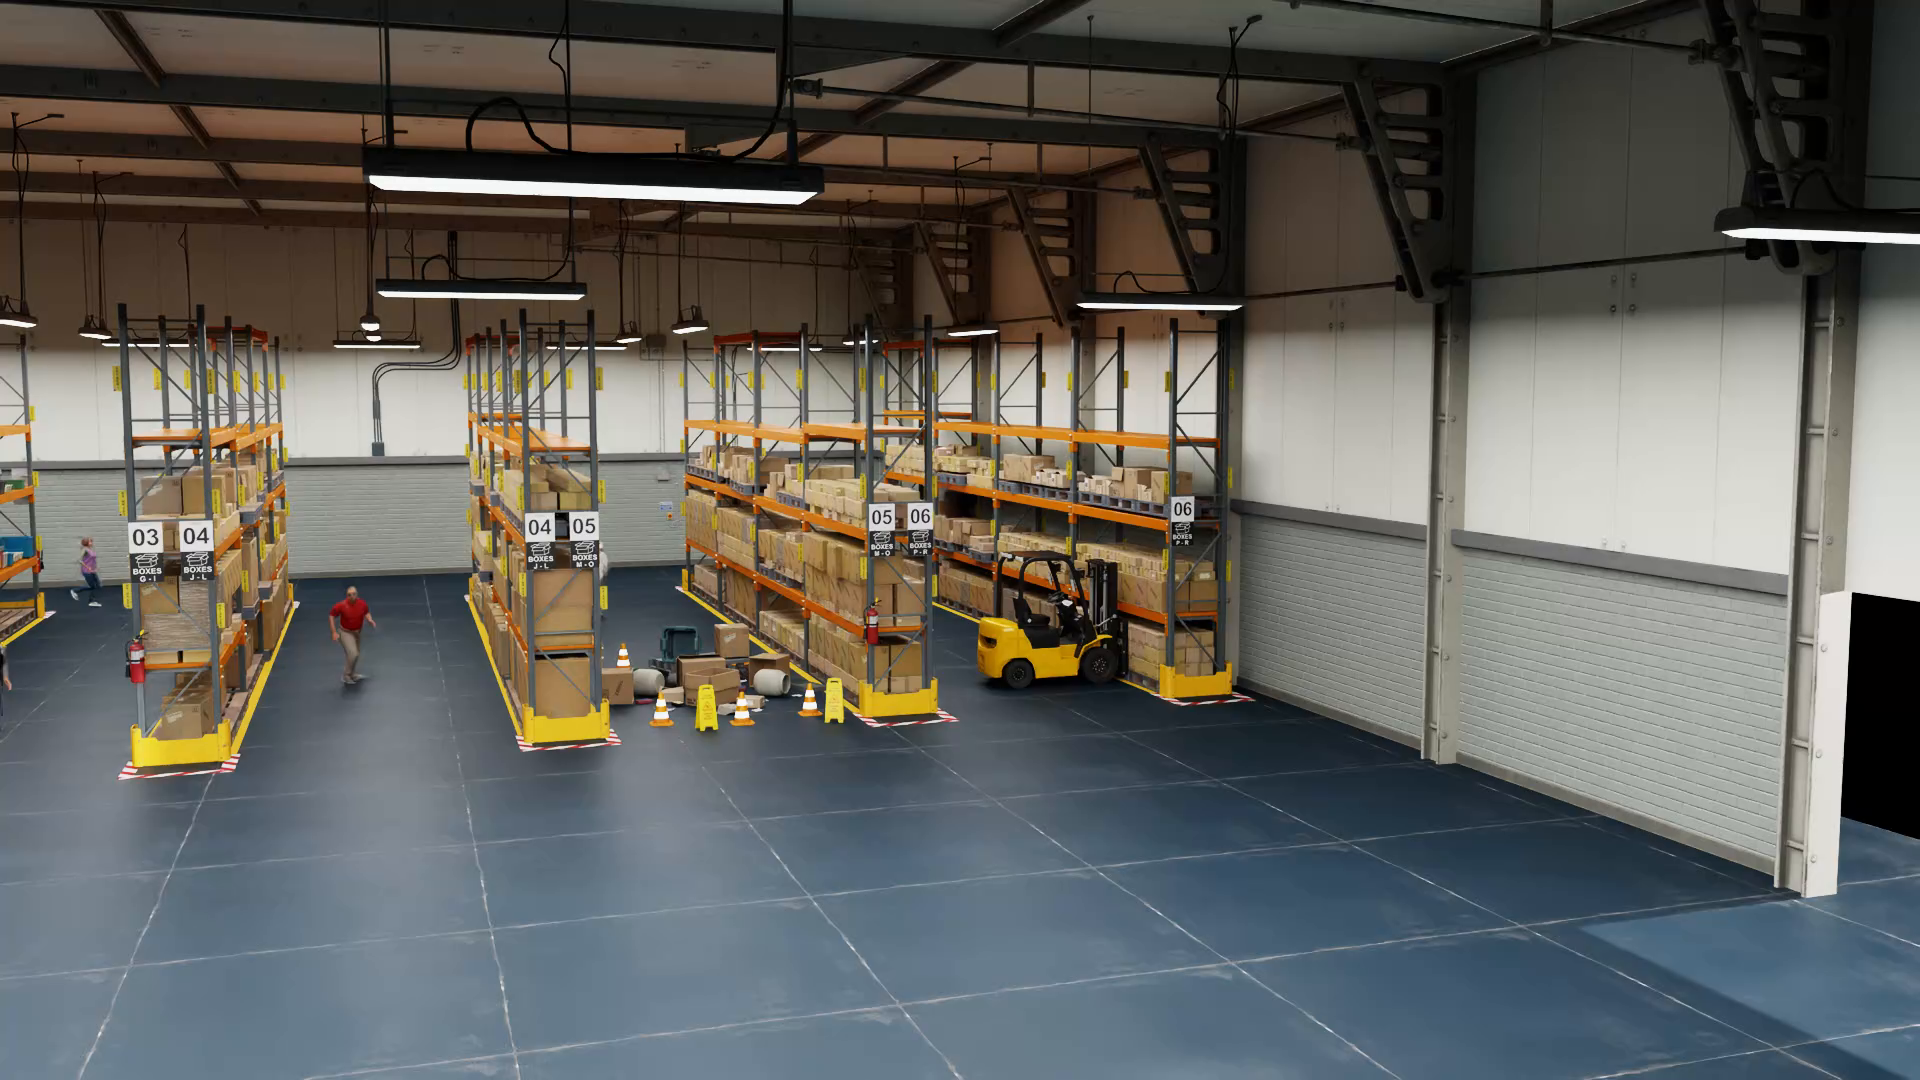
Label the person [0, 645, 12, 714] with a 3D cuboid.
[{"bbox_3d":[-13.480,2.028,22.900,0.797,1.639,0.648,3,6,27],"label":"person"}]

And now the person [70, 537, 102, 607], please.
[{"bbox_3d":[-19.525,0.716,37.162,0.640,1.565,0.551,0,5,-5],"label":"person"}]

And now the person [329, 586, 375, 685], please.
[{"bbox_3d":[-10.078,1.595,27.677,0.852,1.698,0.674,2,6,23],"label":"person"}]

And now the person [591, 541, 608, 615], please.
[{"bbox_3d":[-7.893,0.840,35.723,0.666,1.581,1.036,0,5,5],"label":"person"}]
